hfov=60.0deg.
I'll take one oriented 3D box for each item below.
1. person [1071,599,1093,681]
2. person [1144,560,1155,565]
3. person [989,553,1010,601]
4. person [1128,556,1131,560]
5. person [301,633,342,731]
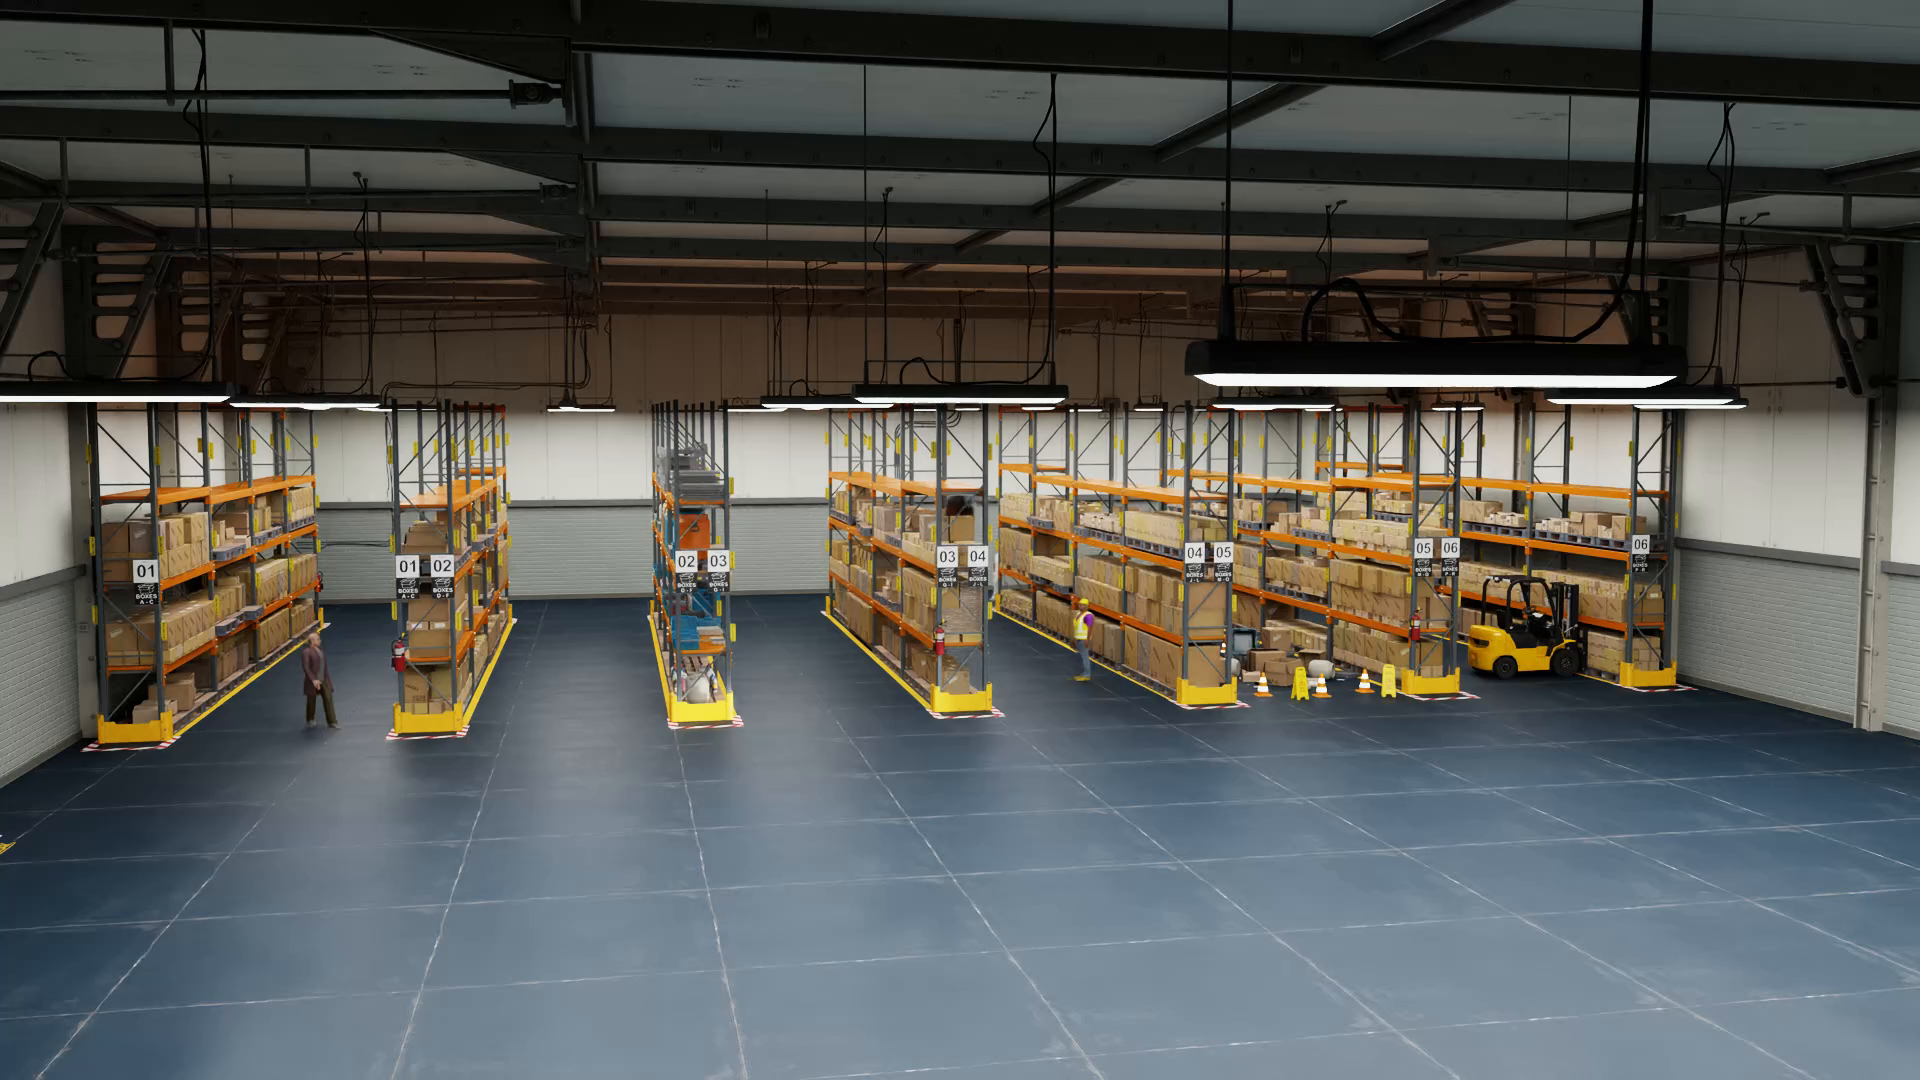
[{"bbox_3d":[2.630,2.142,35.765,0.401,1.761,0.616,-1,4,-16],"label":"person"},{"bbox_3d":[5.890,1.051,51.215,0.997,1.618,0.542,0,4,-7],"label":"person"},{"bbox_3d":[1.244,0.995,50.920,0.606,1.728,1.053,2,5,24],"label":"person"},{"bbox_3d":[4.807,1.263,48.280,0.410,1.720,0.541,-2,5,-28],"label":"person"},{"bbox_3d":[-11.643,2.554,30.138,0.549,1.731,1.034,-4,6,-41],"label":"person"}]
